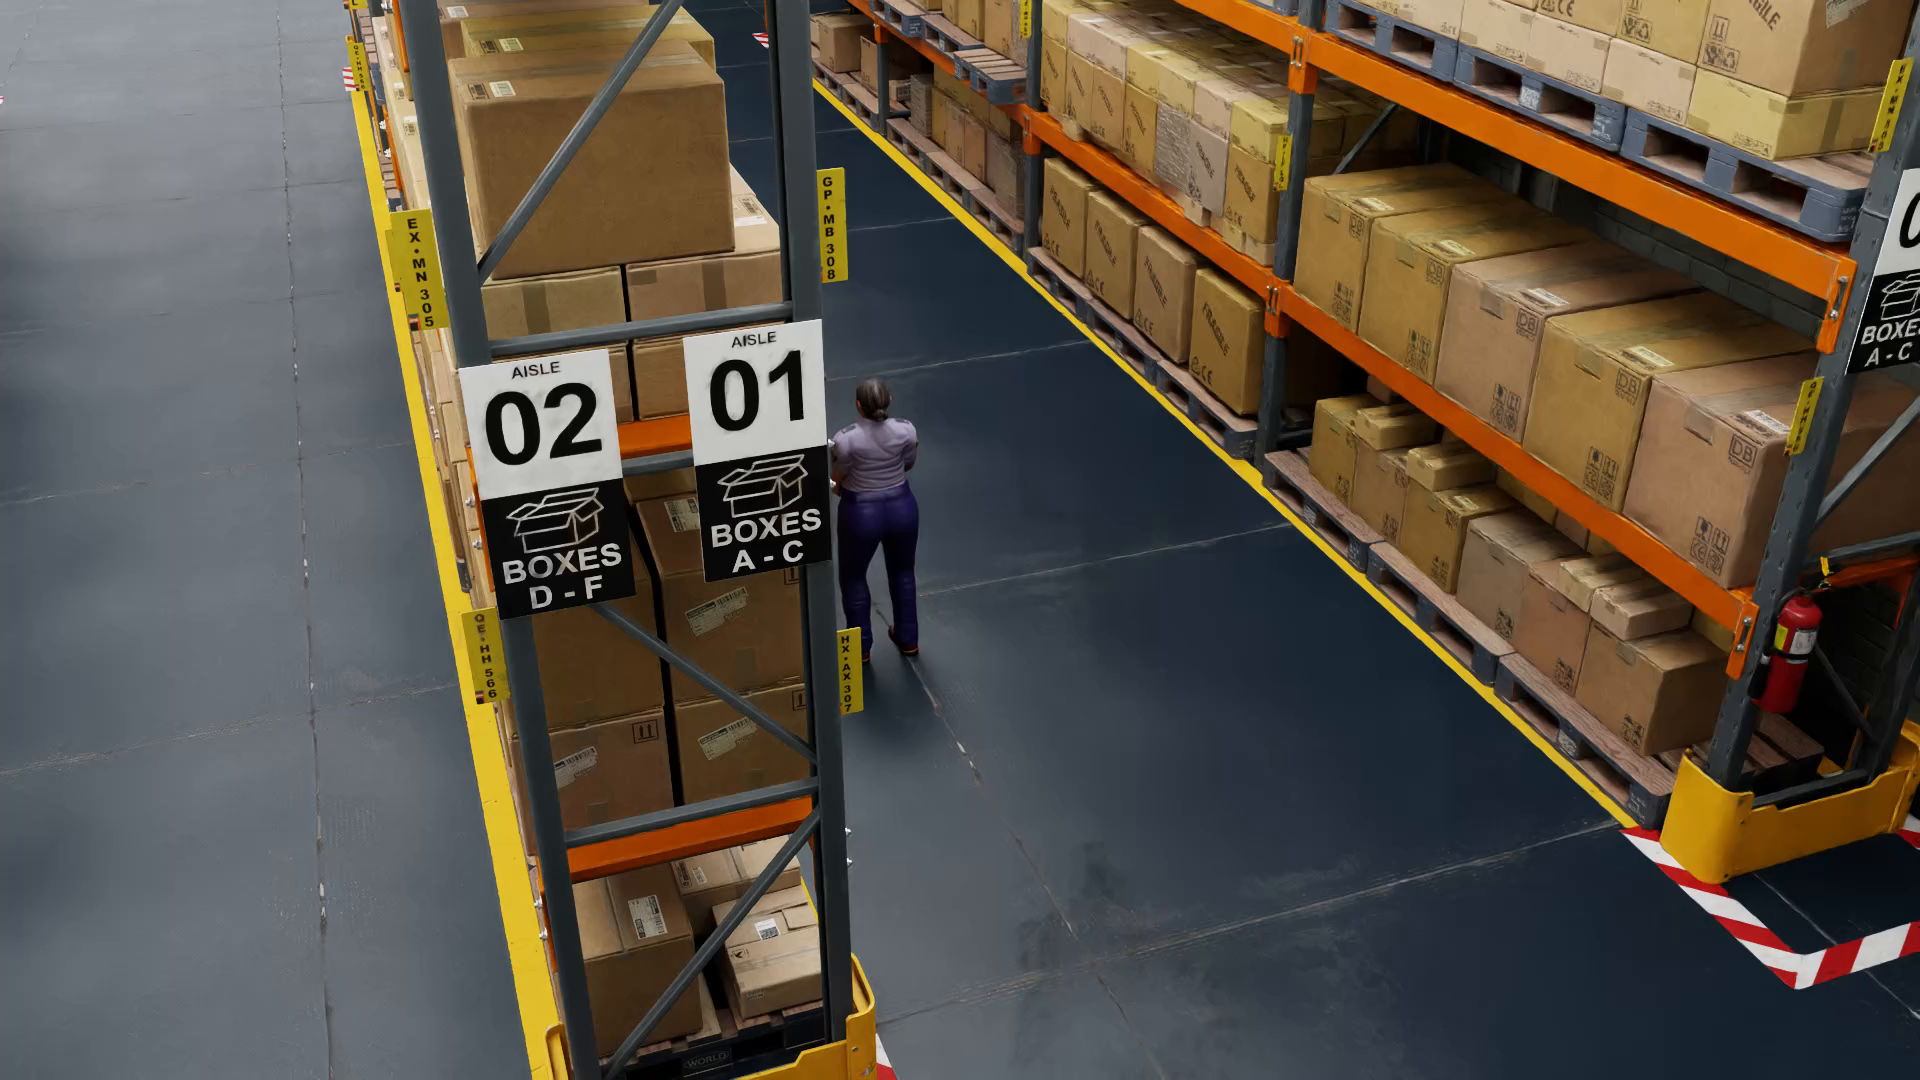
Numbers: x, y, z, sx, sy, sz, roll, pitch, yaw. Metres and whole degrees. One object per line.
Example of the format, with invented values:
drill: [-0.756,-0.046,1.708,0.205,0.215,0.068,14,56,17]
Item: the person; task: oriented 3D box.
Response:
person: [-0.458,-0.153,8.629,0.453,1.637,0.523,-10,32,-17]
